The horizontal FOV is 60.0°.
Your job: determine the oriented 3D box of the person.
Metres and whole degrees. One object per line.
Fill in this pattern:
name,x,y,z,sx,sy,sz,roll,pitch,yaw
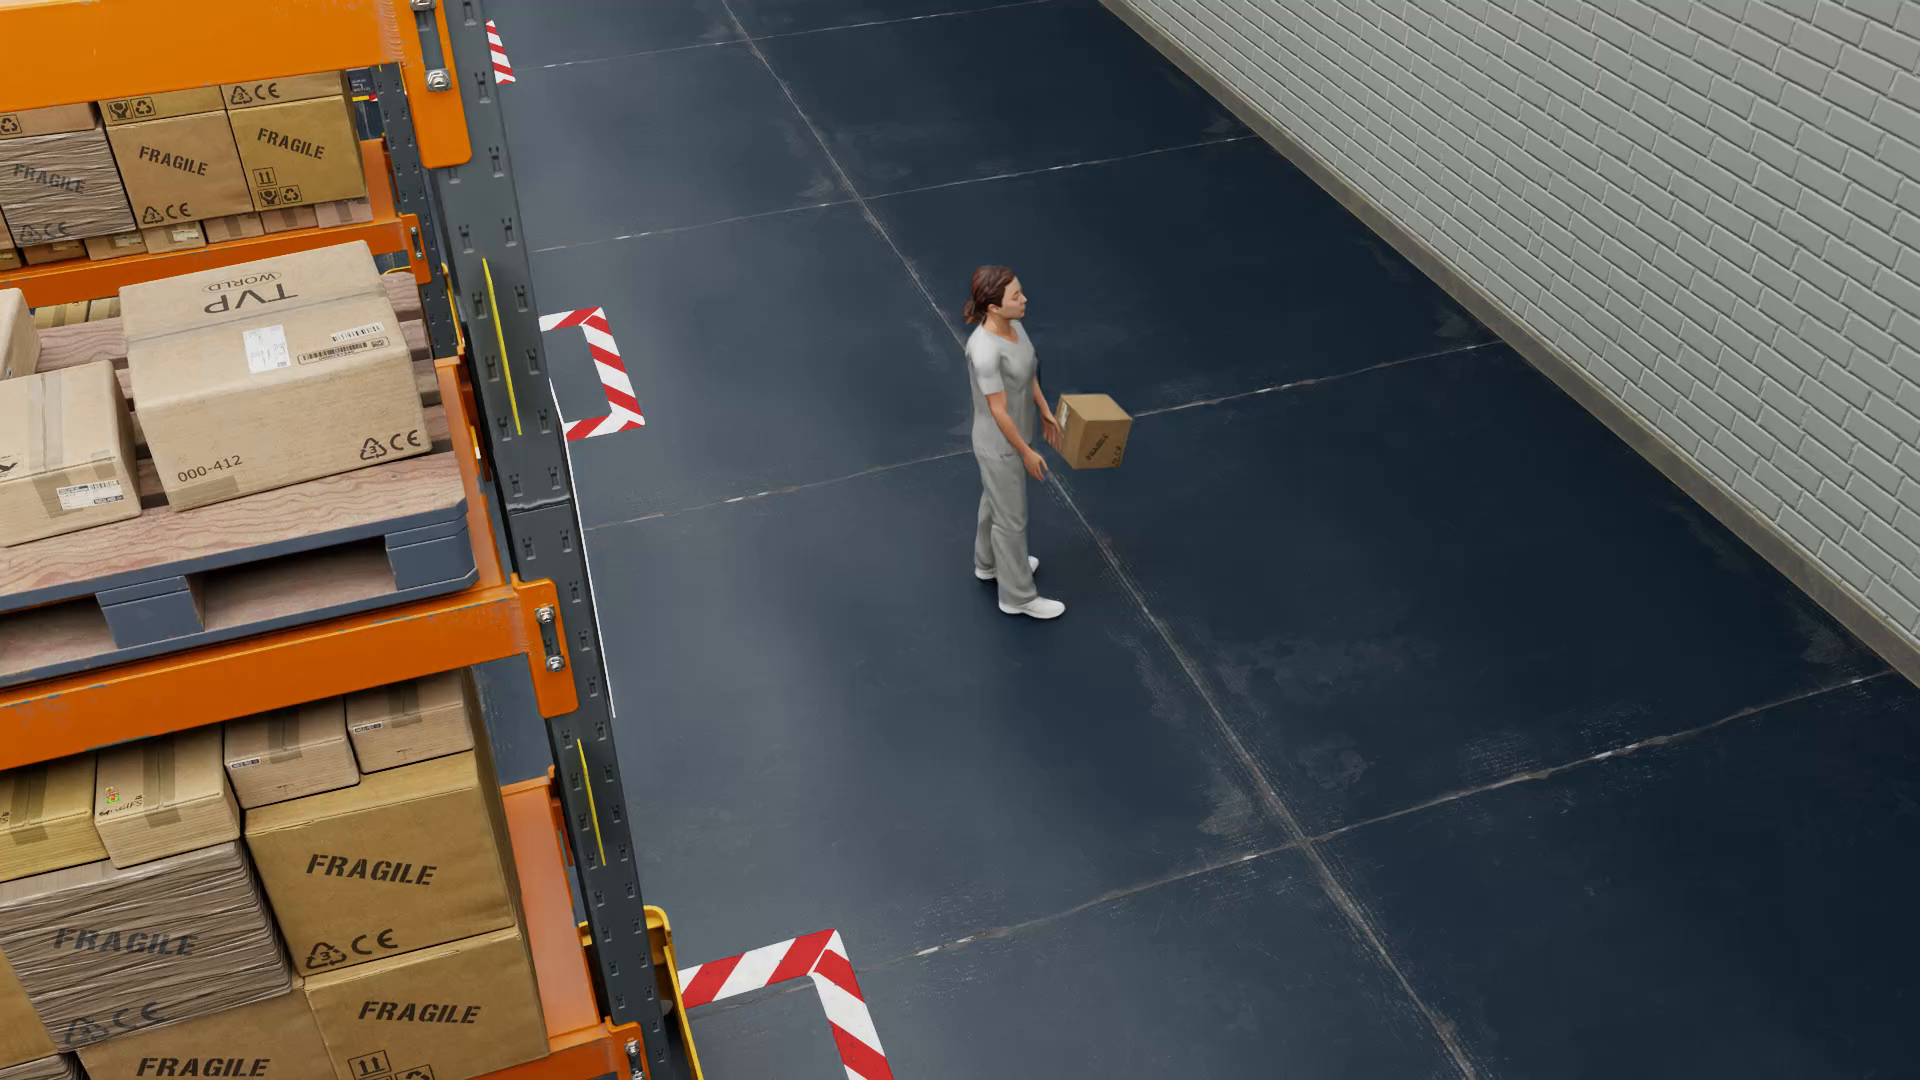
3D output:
person,0.265,-0.447,7.345,0.540,1.672,0.482,9,39,12
